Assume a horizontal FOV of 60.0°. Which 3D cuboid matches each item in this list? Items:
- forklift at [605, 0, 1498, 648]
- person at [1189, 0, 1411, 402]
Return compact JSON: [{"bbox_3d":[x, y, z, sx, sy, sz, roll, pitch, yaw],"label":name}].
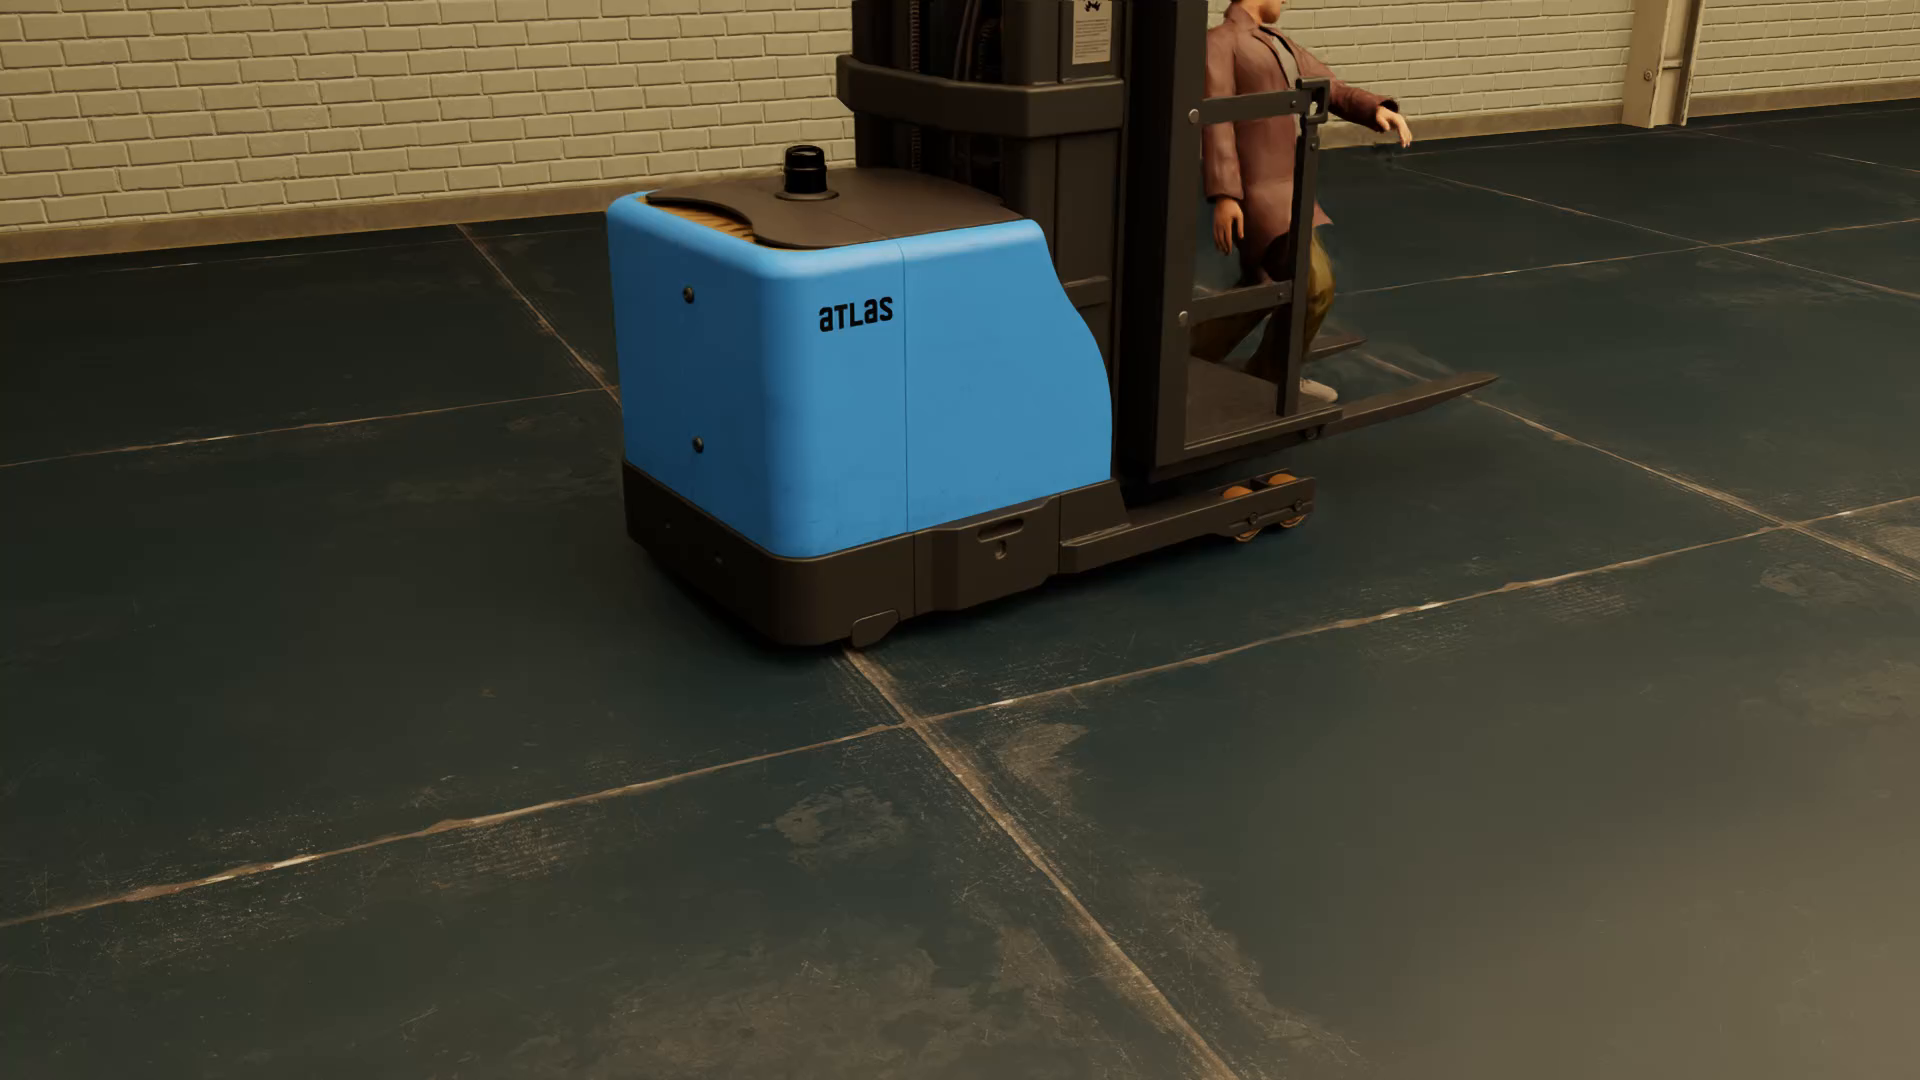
[{"bbox_3d":[0.497,-1.499,4.894,3.031,2.935,1.130,-15,27,-32],"label":"forklift"},{"bbox_3d":[1.062,-1.174,5.764,0.927,1.650,0.798,9,24,21],"label":"person"}]
